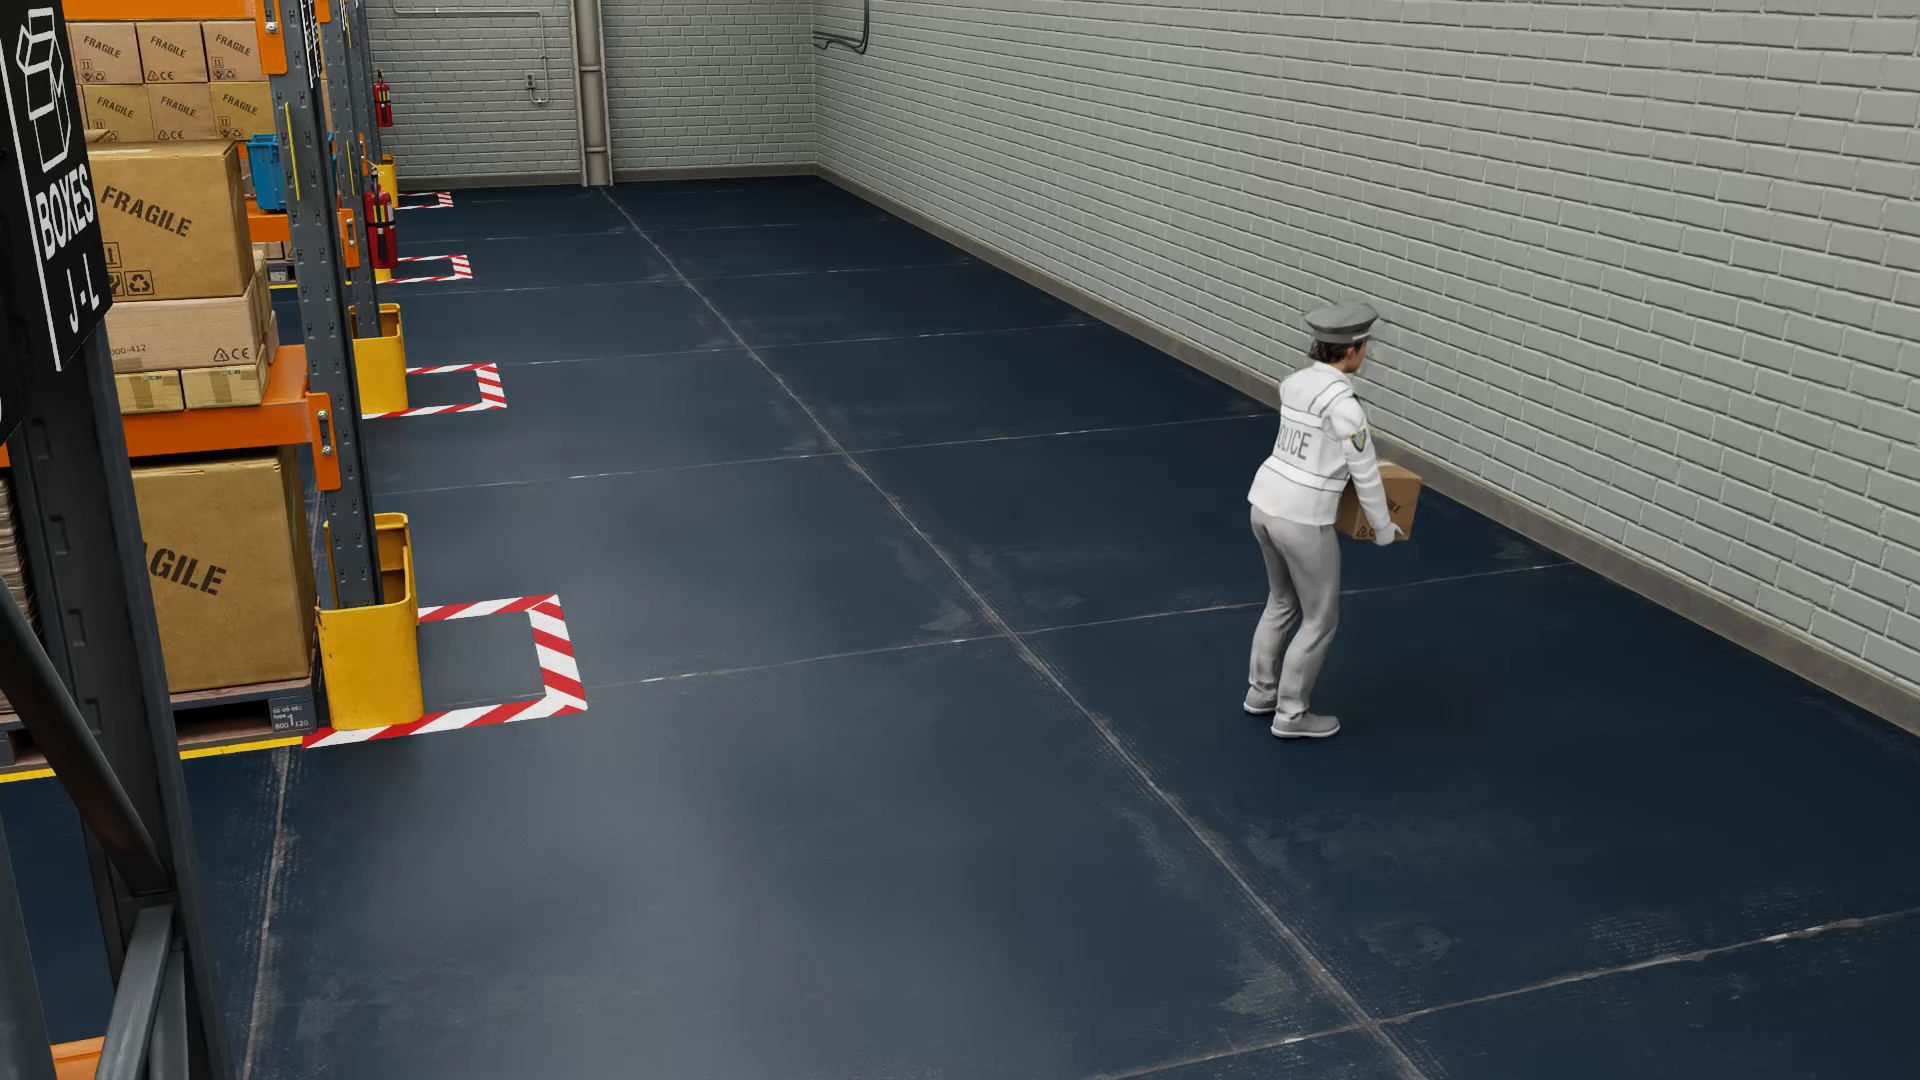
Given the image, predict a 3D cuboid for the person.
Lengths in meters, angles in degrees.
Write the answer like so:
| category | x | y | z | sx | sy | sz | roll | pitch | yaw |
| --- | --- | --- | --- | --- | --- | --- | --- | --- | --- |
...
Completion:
| category | x | y | z | sx | sy | sz | roll | pitch | yaw |
| --- | --- | --- | --- | --- | --- | --- | --- | --- | --- |
| person | 1.366 | -0.071 | 6.308 | 0.551 | 1.647 | 0.415 | -7 | 20 | -18 |
